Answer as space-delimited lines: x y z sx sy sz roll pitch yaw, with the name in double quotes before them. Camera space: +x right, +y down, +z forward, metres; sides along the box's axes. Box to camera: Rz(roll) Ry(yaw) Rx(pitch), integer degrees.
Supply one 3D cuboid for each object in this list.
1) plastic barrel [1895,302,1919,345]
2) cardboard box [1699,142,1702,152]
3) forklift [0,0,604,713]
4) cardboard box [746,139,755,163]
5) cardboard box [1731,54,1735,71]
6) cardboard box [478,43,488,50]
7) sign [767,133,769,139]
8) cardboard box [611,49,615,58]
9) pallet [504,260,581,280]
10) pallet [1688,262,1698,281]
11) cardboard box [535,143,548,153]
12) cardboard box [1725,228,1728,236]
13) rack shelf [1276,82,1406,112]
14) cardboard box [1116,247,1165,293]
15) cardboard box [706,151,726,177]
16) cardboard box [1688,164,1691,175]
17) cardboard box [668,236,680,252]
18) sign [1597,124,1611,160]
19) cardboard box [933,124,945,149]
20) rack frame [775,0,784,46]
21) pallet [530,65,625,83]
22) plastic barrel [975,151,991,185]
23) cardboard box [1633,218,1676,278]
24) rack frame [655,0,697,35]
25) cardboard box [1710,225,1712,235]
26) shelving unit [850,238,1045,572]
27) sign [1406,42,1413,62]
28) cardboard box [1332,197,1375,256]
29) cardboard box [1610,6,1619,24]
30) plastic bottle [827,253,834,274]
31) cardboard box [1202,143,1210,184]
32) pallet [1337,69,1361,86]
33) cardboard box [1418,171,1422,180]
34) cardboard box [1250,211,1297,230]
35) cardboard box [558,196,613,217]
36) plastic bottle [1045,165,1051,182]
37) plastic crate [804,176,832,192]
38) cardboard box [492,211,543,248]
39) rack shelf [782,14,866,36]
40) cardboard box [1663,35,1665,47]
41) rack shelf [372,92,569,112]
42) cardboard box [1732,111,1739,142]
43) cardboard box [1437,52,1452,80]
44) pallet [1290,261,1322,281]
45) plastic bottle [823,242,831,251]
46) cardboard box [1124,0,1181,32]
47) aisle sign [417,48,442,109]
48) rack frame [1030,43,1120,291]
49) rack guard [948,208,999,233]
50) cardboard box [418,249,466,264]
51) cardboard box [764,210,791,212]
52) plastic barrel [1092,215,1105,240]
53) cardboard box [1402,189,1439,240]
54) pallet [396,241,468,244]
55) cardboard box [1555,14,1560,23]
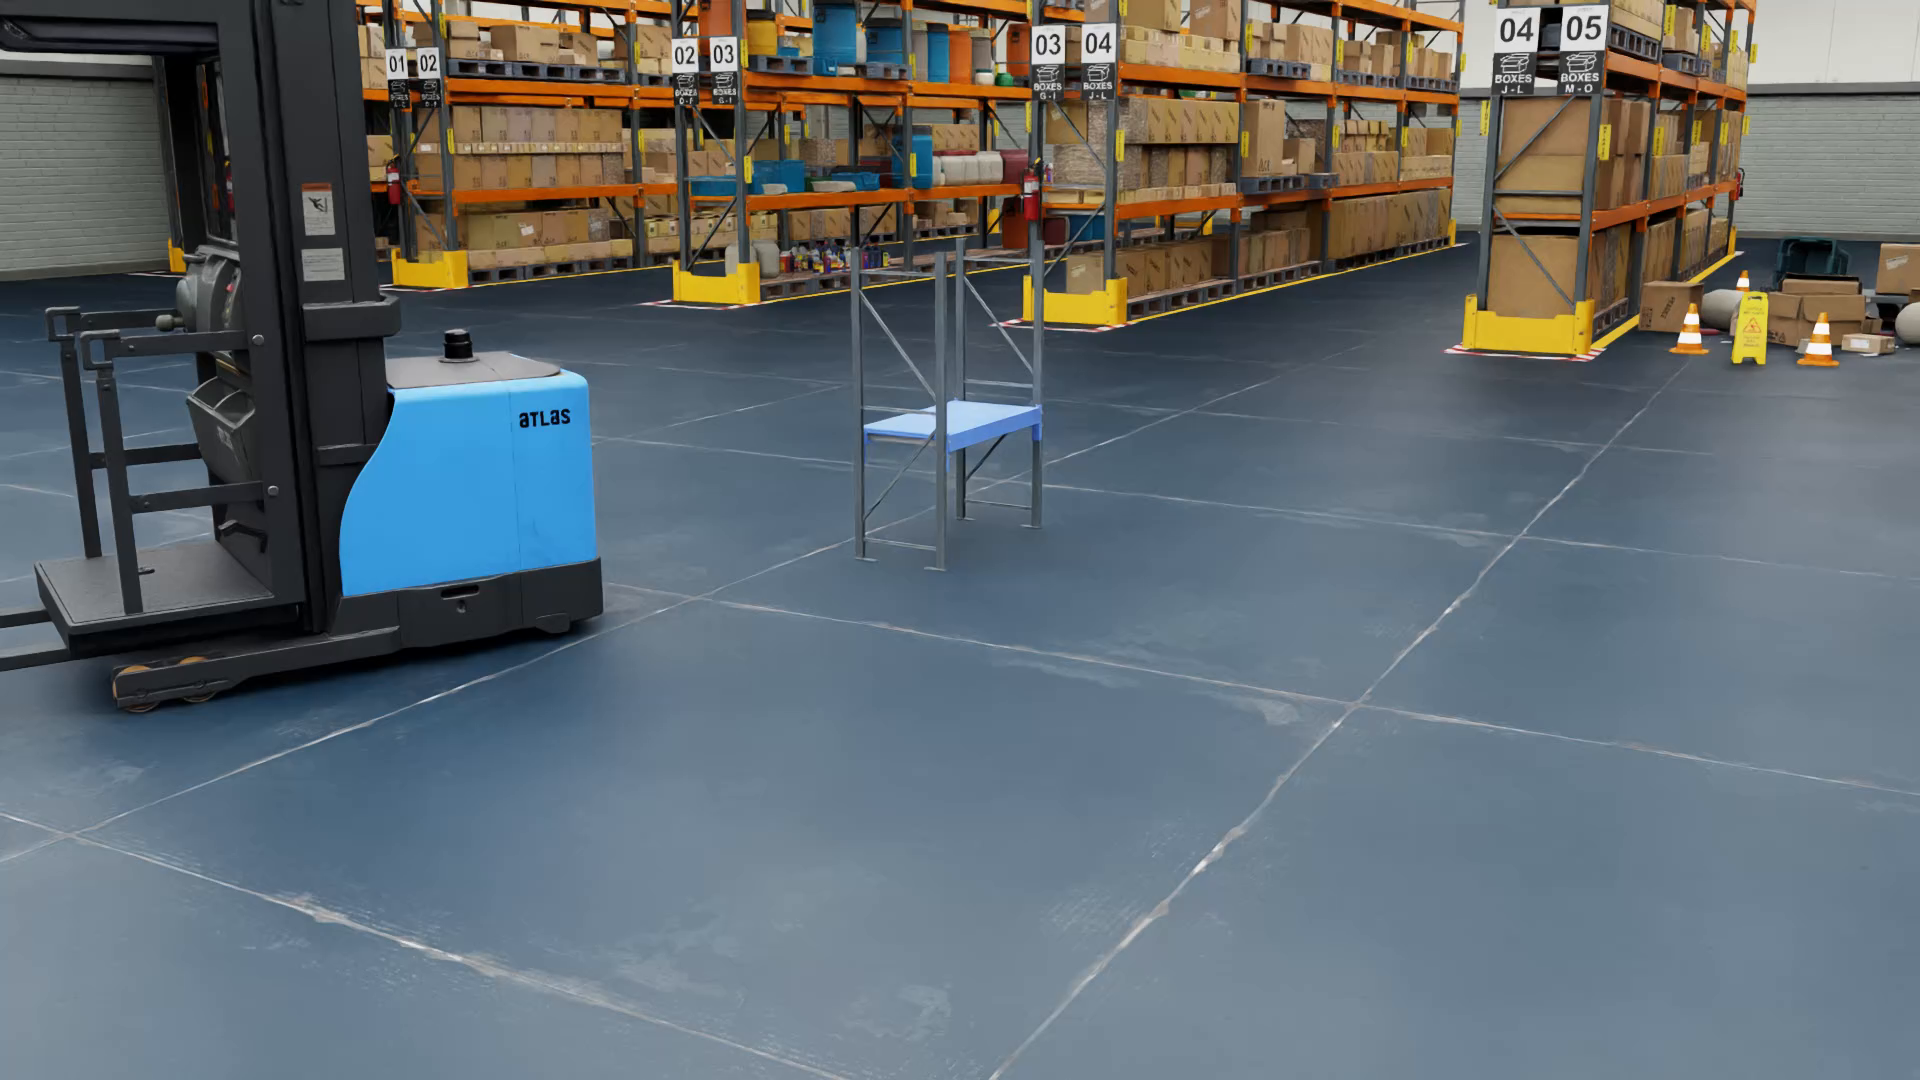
"plastic barrel" 9.601 -2.131 16.471 0.421 0.421 0.512 -5 14 -20
"cardboard box" 10.820 -5.845 24.750 0.380 0.149 0.250 7 15 26
"forklift" -3.001 -0.946 6.204 3.031 2.935 1.130 -9 16 -33
"cardboard box" -4.977 -8.612 37.214 0.980 0.700 0.700 7 15 25
"cardboard box" 12.035 -7.592 26.478 0.500 0.250 0.500 7 15 28
"cardboard box" -7.091 -6.958 23.720 0.500 0.250 0.500 7 15 28
"sign" -4.503 -9.401 39.112 0.100 0.325 0.005 7 15 28
"cardboard box" -6.748 -9.862 33.886 0.500 0.250 0.500 7 15 26
"pallet" -6.493 -4.090 25.047 1.003 0.211 1.213 7 15 28
"pallet" 10.383 -4.024 24.774 1.003 0.211 1.213 7 15 28
"cardboard box" -6.295 -5.770 24.469 0.380 0.149 0.250 8 15 29
"cardboard box" 13.276 -5.433 29.223 0.380 0.149 0.250 7 15 27
"rack shelf" 6.087 -7.071 26.600 1.077 0.370 4.000 7 15 28
"cardboard box" 2.148 -3.279 20.173 0.500 0.500 0.500 9 16 33
"cardboard box" -4.346 -6.378 28.377 0.500 0.500 0.500 6 15 25
"cardboard box" 10.196 -5.287 23.703 0.380 0.149 0.250 8 16 31
"cardboard box" -4.823 -4.882 27.354 0.500 0.250 0.500 8 16 29
"sign" 6.029 -3.724 15.564 0.100 0.325 0.005 7 15 28
"cardboard box" -0.644 -8.307 34.244 0.500 0.500 0.500 7 15 26
"rack frame" -3.550 -9.592 29.121 1.000 3.000 0.127 7 15 28
"pallet" -5.873 -7.092 25.341 1.003 0.211 1.213 7 15 28
"plastic barrel" 0.271 -5.846 26.146 0.421 0.512 0.421 0 14 0
"cardboard box" 9.040 -3.966 22.487 1.050 0.750 0.750 7 15 27
"rack frame" -5.954 -10.973 34.850 1.000 3.000 0.127 7 15 28
"cardboard box" 11.880 -4.995 26.770 0.380 0.149 0.250 8 16 31
"shelving unit" -0.041 -0.712 8.285 0.538 1.500 1.048 7 15 28
"sign" 7.534 -8.176 27.873 0.100 0.325 0.005 7 15 28
"cardboard box" 5.910 -5.045 26.698 1.225 0.875 0.875 7 15 28
"cardboard box" 5.993 -4.951 15.698 0.380 0.149 0.250 8 15 28
"plastic bottle" -1.768 -3.767 22.641 0.097 0.271 0.097 0 14 0
"cardboard box" 2.643 -4.741 20.952 0.875 0.500 0.500 7 15 28
"pallet" 5.385 -7.057 25.409 1.213 0.211 1.003 8 16 31
"cardboard box" 7.991 -6.489 29.585 0.380 0.149 0.250 7 15 27
"cardboard box" 4.575 -4.665 24.278 0.500 0.250 0.500 9 16 34
"cardboard box" -7.417 -6.531 32.916 0.750 0.750 0.750 7 15 27
"plastic bottle" 1.476 -6.171 27.981 0.061 0.283 0.133 7 15 28
"plastic crate" -2.052 -4.944 23.091 0.450 0.188 0.662 7 15 28
"cardboard box" -6.492 -4.558 24.411 0.500 0.500 0.500 7 15 28
"rack shelf" -2.583 -9.458 30.954 1.077 0.370 4.000 7 15 28
"cardboard box" 8.198 -5.923 19.727 0.250 0.149 0.380 7 15 28
"rack shelf" -8.855 -7.934 30.180 1.077 0.370 4.000 7 15 28
"cardboard box" 12.789 -6.957 28.008 0.500 0.500 0.500 8 16 31
"cardboard box" 8.783 -8.841 31.081 0.700 0.500 0.500 6 15 25
"pallet" 4.741 -4.037 24.828 1.003 0.211 1.213 7 15 28
"plastic bottle" -1.902 -4.101 23.856 0.144 0.351 0.185 8 16 30
"cardboard box" 2.207 -6.080 19.037 0.500 0.500 0.500 7 15 28
"aisle sign" -7.181 -6.250 22.511 0.394 0.787 0.004 7 15 28
"rack frame" 1.253 -3.911 18.357 1.000 3.000 0.127 7 15 28
"rack guard" 0.281 -7.086 36.860 1.175 0.500 0.348 7 15 28
"cardboard box" -7.416 -4.045 23.884 0.500 0.250 0.500 7 15 28
"cardboard box" -3.303 -5.893 30.972 0.500 0.500 0.500 8 16 30
"plastic barrel" 2.441 -6.009 30.639 0.600 0.901 0.708 7 15 28
"cardboard box" 8.309 -6.038 30.816 0.875 0.875 0.875 7 15 28
"pallet" -9.446 -5.220 29.735 1.003 0.211 1.213 7 15 28
"cardboard box" 5.779 -5.180 16.647 0.380 0.149 0.250 8 15 29
